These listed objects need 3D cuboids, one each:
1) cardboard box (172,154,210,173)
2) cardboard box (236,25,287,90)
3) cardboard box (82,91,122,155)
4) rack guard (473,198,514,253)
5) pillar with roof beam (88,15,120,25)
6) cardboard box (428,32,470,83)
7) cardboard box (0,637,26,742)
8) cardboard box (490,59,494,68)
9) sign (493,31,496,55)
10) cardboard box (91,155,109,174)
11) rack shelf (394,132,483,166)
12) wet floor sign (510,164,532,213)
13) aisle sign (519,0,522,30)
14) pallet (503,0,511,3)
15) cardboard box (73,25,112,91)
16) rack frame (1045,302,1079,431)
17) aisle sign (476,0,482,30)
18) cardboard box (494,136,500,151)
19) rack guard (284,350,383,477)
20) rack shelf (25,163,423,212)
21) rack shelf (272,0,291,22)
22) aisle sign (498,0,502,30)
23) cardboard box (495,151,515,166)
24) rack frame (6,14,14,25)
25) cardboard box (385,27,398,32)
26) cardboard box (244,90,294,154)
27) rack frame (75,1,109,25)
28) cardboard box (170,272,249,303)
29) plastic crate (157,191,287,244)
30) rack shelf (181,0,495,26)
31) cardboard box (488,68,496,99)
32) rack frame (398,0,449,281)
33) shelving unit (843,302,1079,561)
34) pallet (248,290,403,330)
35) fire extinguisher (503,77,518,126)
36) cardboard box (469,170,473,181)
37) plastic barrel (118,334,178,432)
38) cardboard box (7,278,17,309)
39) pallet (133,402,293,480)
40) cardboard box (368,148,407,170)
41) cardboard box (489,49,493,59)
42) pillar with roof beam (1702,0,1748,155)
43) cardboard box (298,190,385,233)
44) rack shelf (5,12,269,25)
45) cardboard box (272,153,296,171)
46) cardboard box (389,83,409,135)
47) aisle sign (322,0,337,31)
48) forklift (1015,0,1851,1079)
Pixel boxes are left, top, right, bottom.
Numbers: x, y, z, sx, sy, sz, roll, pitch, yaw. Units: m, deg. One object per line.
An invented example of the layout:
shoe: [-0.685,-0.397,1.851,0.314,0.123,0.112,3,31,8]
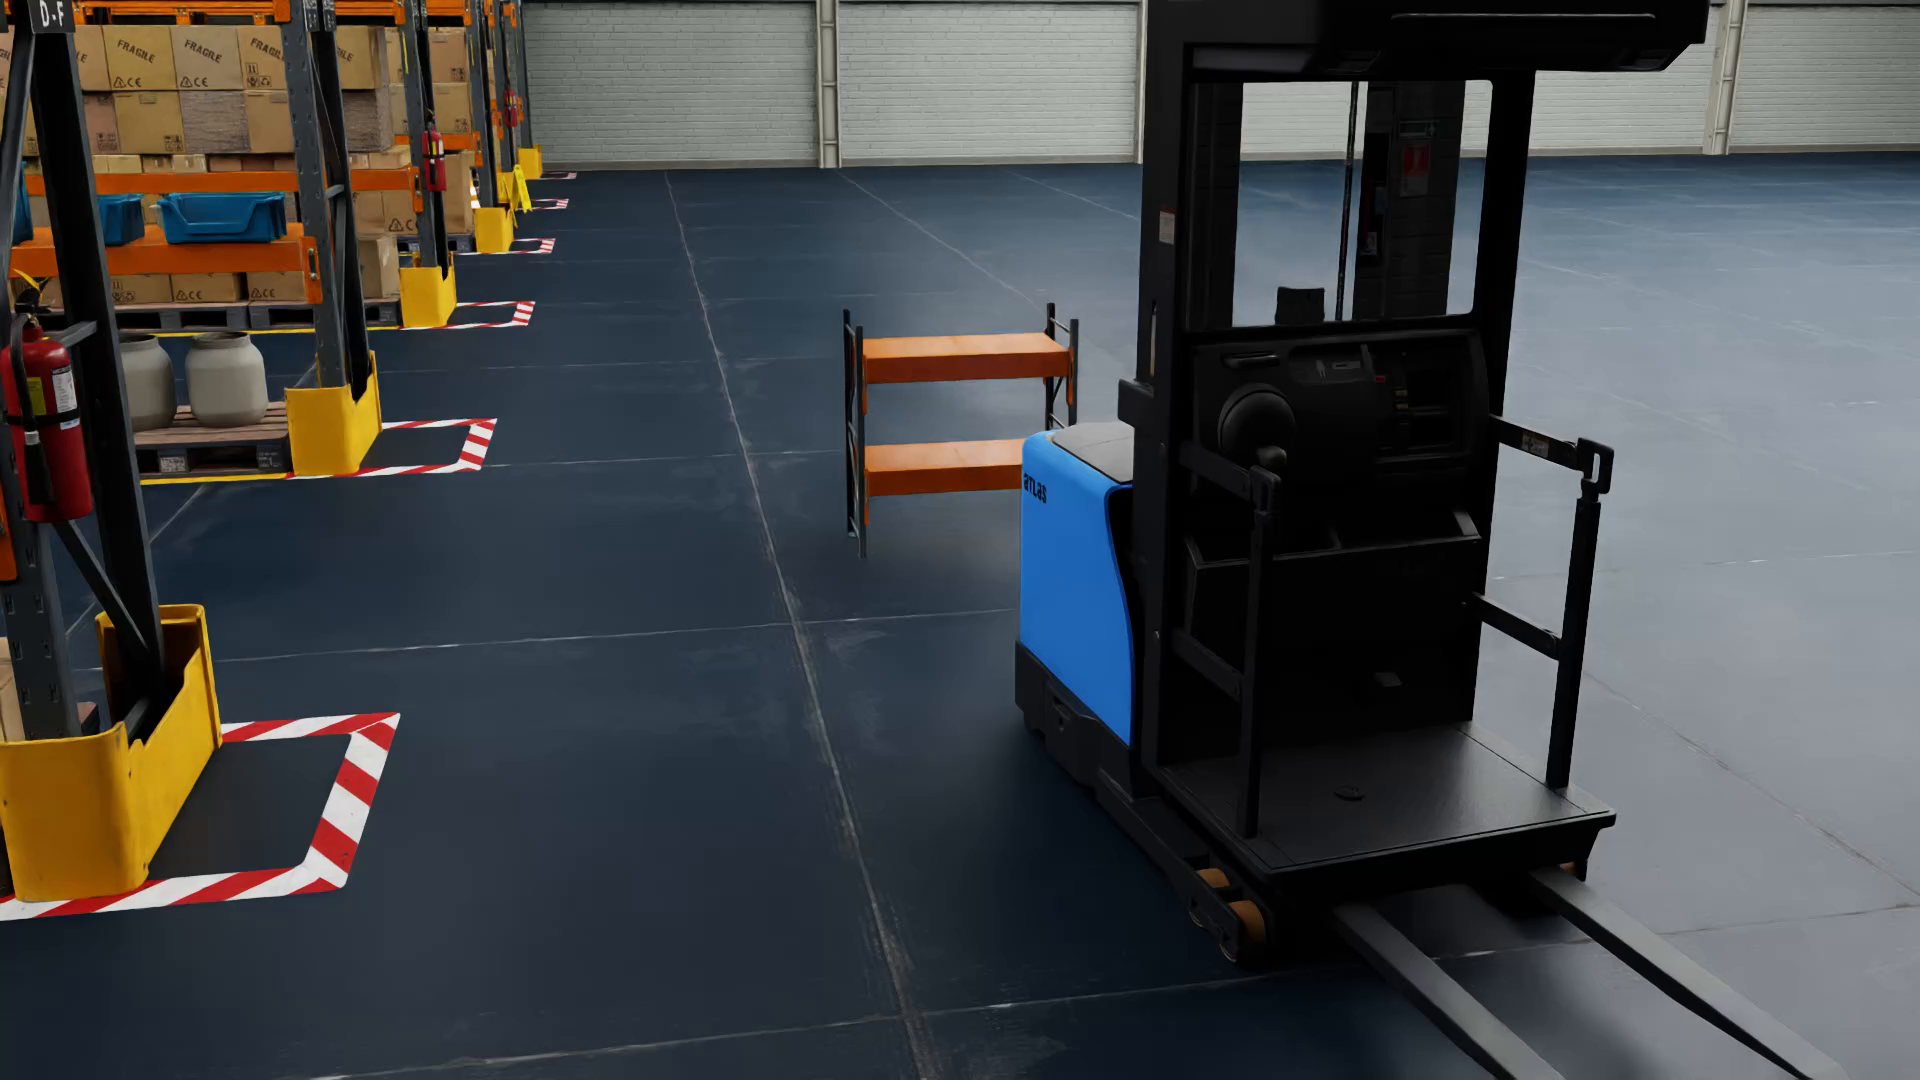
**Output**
cardboard box: [-6.280,-3.103,13.654,0.250,0.149,0.380,-3,17,-10]
cardboard box: [-5.569,-3.949,13.601,0.500,0.500,0.500,-3,17,-10]
cardboard box: [-7.091,-3.462,13.716,0.500,0.500,0.875,-3,17,-10]
rack guard: [-5.404,-3.654,19.279,0.348,0.500,1.175,-3,17,-10]
pillar with roof beam: [-13.341,-9.214,22.903,0.400,9.000,9.100,-3,17,-10]
cardboard box: [-5.800,-5.426,18.696,0.550,0.550,0.875,-3,17,-10]
cardboard box: [-3.279,0.523,5.389,0.500,0.250,0.500,-3,17,-10]
cardboard box: [-7.699,-7.958,27.757,0.250,0.149,0.380,-3,17,-10]
sign: [-6.381,-6.813,22.794,0.005,0.325,0.100,-3,17,-10]
cardboard box: [-7.023,-3.072,13.552,0.250,0.149,0.380,-3,17,-10]
rack shelf: [-7.392,-4.393,18.650,4.000,0.370,1.077,-3,17,-10]
wet floor sign: [-6.077,-4.846,22.911,0.232,0.644,0.267,3,17,9]
aisle sign: [-7.291,-8.862,27.547,0.004,0.787,0.394,-3,17,-10]
pallet: [-8.111,-9.060,27.662,1.213,0.211,1.003,-3,17,-10]
cardboard box: [-7.042,-3.865,13.328,0.500,0.500,0.500,-3,17,-10]
rack frame: [0.492,-0.566,8.158,0.032,1.125,0.500,-3,17,-10]
aisle sign: [-5.302,-6.008,18.257,0.004,0.787,0.394,-3,17,-10]
cardboard box: [-7.830,-6.708,28.080,0.500,0.250,0.500,-3,17,-11]
rack guard: [-3.712,-0.772,9.894,0.348,0.500,1.175,-3,17,-10]
rack shelf: [-6.550,-2.957,13.977,4.000,0.370,1.077,-3,17,-10]
rack shelf: [-5.610,-2.963,8.887,4.000,0.370,1.077,-3,17,-10]
aisle sign: [-6.350,-7.432,22.892,0.004,0.787,0.394,-3,17,-10]
cardboard box: [-7.813,-6.469,28.153,0.500,0.250,0.500,-3,17,-10]
rack frame: [-15.266,-7.254,26.742,0.127,3.000,1.000,-3,17,-10]
cardboard box: [-7.906,-6.762,22.758,0.500,0.500,0.700,-3,17,-11]
cardboard box: [-5.600,-3.517,13.898,0.500,0.500,0.875,-3,17,-10]
rack frame: [-9.355,-4.625,18.182,0.127,3.000,1.000,-3,17,-10]
cardboard box: [-6.401,-2.316,14.205,0.500,0.500,0.500,-2,17,-5]
plastic crate: [-4.081,-1.799,9.235,0.616,0.251,0.499,-3,17,-10]
rack shelf: [-8.430,-7.248,22.837,4.000,0.370,1.077,-3,17,-10]
cardboard box: [-7.845,-7.645,27.843,0.500,0.500,0.500,-4,17,-12]
rack frame: [-4.586,-3.412,14.234,0.127,3.000,1.000,-3,17,-10]
shelving unit: [-0.007,-0.537,8.066,1.048,1.125,0.538,-3,17,-10]
pallet: [-5.465,-2.040,14.515,1.213,0.211,1.003,-3,17,-10]
fire extinguisher: [-6.267,-6.106,23.134,0.183,0.674,0.296,-3,17,-10]
cardboard box: [-7.311,-5.190,23.990,0.500,0.250,0.500,-3,17,-11]
plastic barrel: [-4.771,-0.910,9.607,0.421,0.512,0.421,0,17,0]
cardboard box: [-8.113,-2.206,13.849,0.500,0.500,0.500,-4,17,-12]
pallet: [-4.511,-0.590,9.794,1.213,0.211,1.003,-3,17,-10]
cardboard box: [-4.827,-3.217,14.025,0.250,0.149,0.380,-3,17,-10]
cardboard box: [-7.723,-8.119,27.777,0.250,0.149,0.380,-3,17,-10]
pillar with roof beam: [16.115,-10.885,28.343,0.400,9.000,9.100,-3,17,-10]
cardboard box: [-6.945,-3.927,18.811,0.875,0.875,0.875,-4,17,-11]
rack shelf: [-13.303,-8.456,26.770,4.000,0.370,1.077,-3,17,-10]
cardboard box: [-5.557,-3.165,13.856,0.250,0.149,0.380,-3,17,-10]
cardboard box: [-6.320,-4.849,18.655,0.550,0.550,0.875,-3,17,-10]
aisle sign: [-3.632,-3.316,9.491,0.004,0.787,0.394,-3,17,-10]
forklift: [1.148,-0.390,4.509,1.130,2.935,3.031,-6,18,-18]
